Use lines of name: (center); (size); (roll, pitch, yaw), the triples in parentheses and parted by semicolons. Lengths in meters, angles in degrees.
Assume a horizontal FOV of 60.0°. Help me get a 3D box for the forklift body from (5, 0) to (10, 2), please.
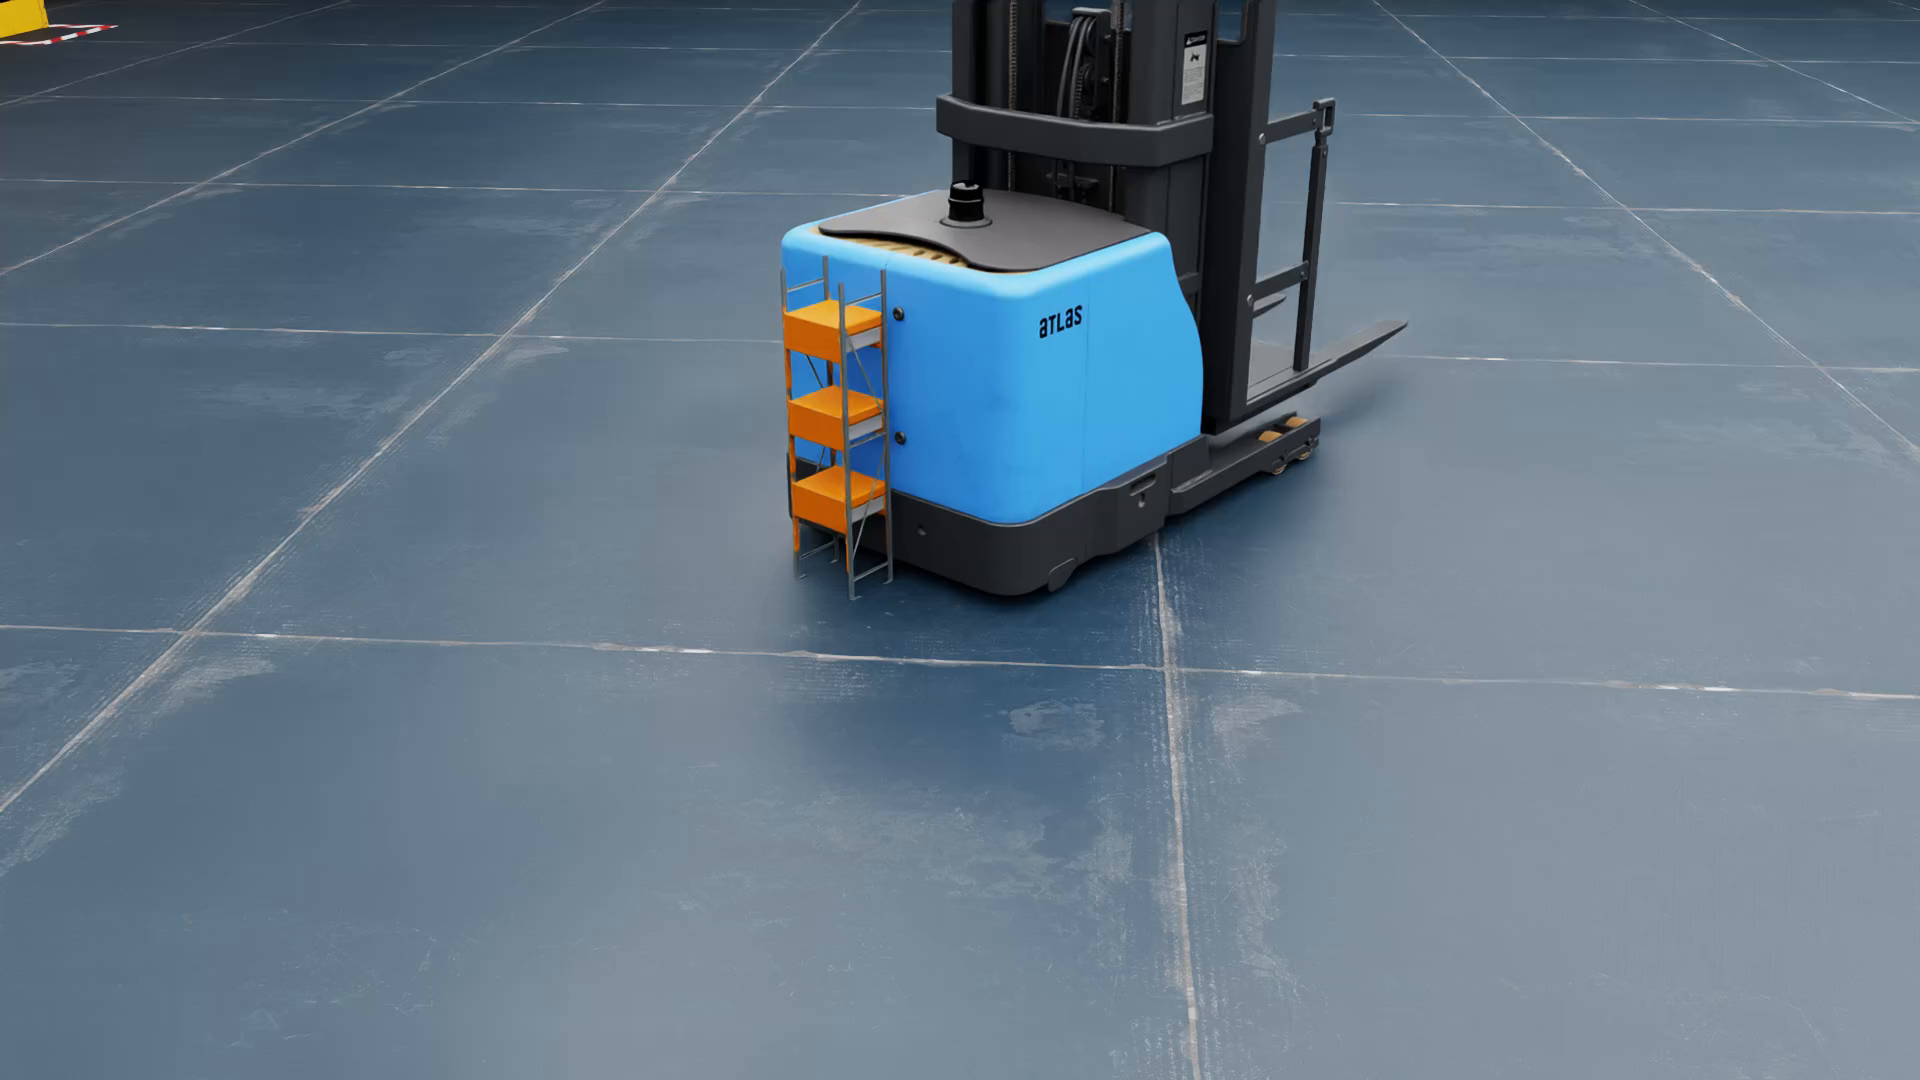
forklift body: (-11.356, -7.515, 19.509); (1.214, 2.155, 2.313); (2, 25, 4)

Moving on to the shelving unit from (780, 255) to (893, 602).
shelving unit: (-0.382, -0.343, 5.237); (0.252, 1.050, 0.215); (19, 31, 36)

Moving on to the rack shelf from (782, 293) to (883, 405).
rack shelf: (-0.383, -0.590, 5.122); (0.240, 0.259, 0.215); (19, 31, 36)

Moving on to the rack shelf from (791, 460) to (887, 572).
rack shelf: (-0.381, -0.081, 5.359); (0.240, 0.259, 0.215); (19, 31, 36)

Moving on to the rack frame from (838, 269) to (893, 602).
rack frame: (-0.289, -0.310, 5.166); (0.008, 1.050, 0.200); (19, 31, 36)

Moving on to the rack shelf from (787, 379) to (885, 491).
rack shelf: (-0.382, -0.333, 5.242); (0.240, 0.259, 0.215); (19, 31, 36)

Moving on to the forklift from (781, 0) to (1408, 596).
forklift: (0.740, -1.698, 5.934); (1.130, 2.935, 3.031); (19, 31, 36)

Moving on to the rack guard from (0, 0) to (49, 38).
rack guard: (-9.778, -5.398, 16.884); (0.348, 0.500, 1.175); (2, 25, 4)

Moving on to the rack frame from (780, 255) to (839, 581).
rack frame: (-0.475, -0.375, 5.309); (0.008, 1.050, 0.200); (19, 31, 36)
